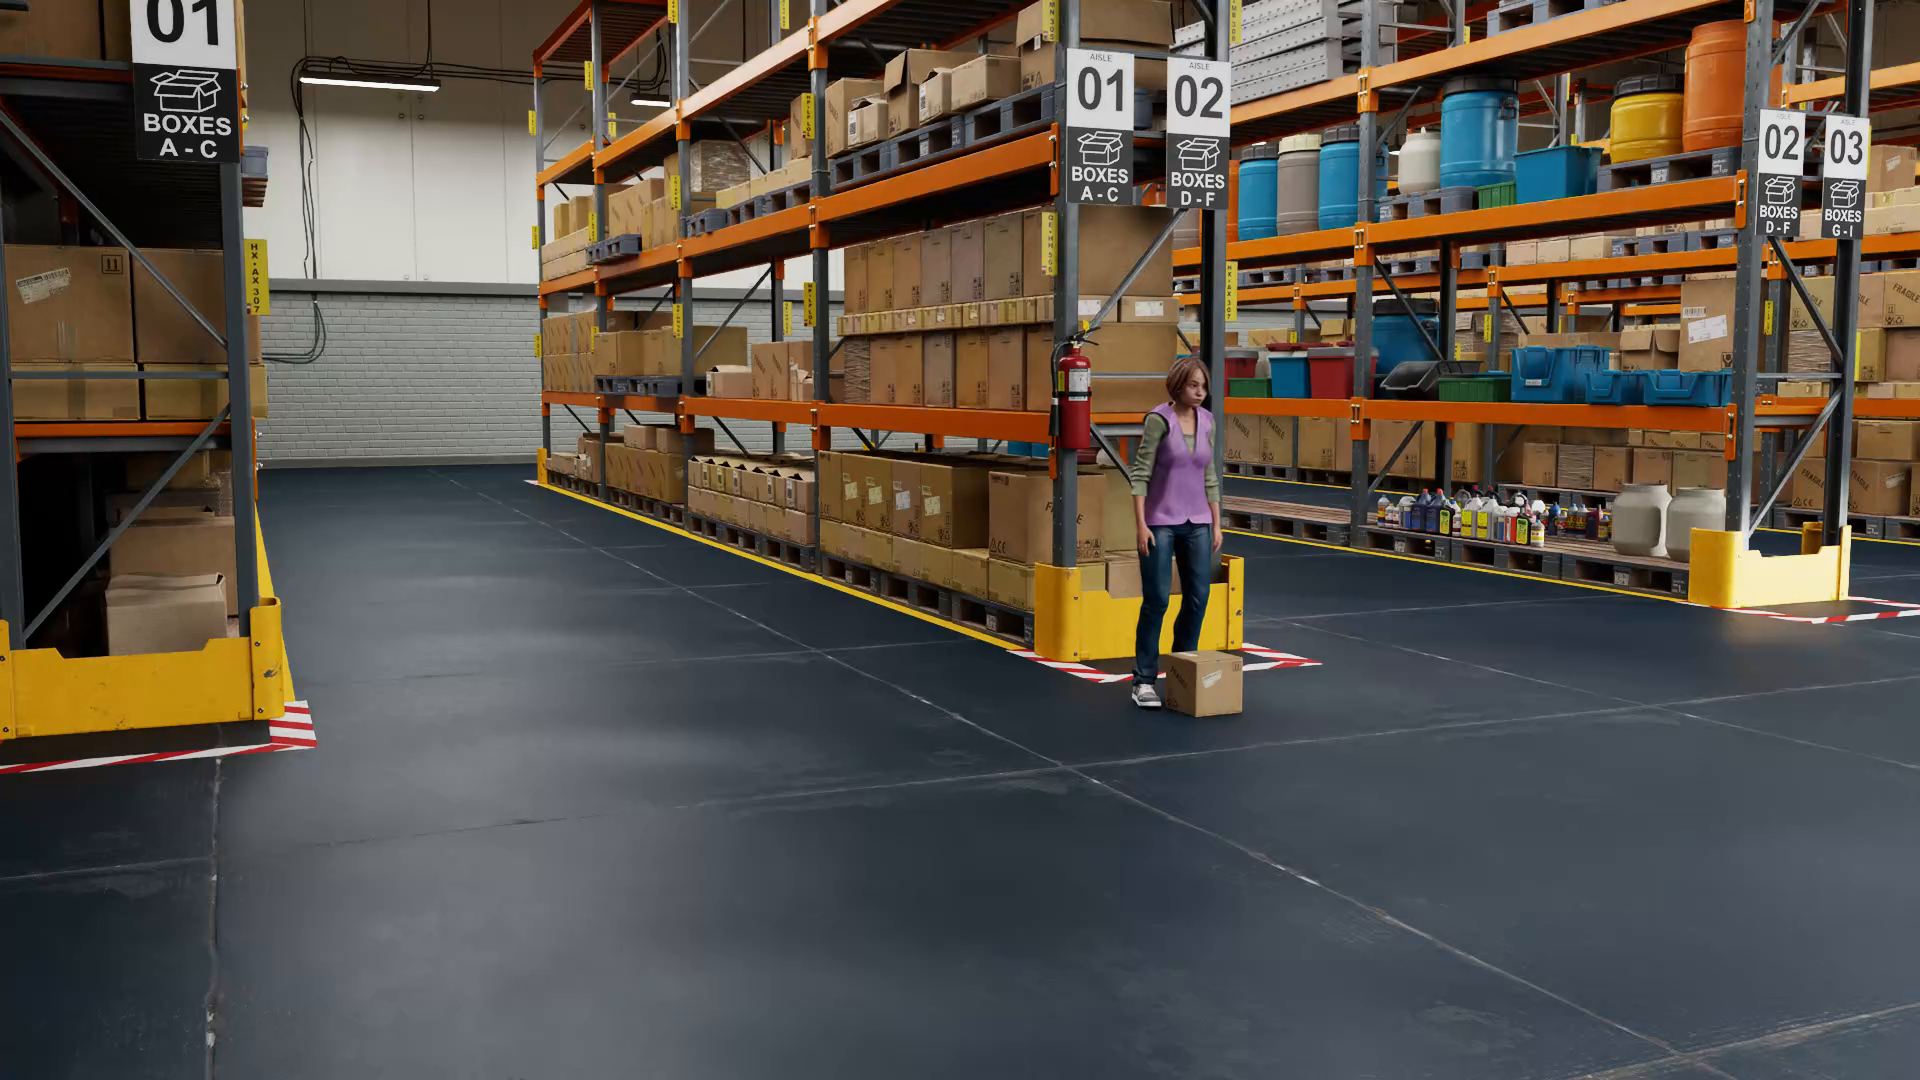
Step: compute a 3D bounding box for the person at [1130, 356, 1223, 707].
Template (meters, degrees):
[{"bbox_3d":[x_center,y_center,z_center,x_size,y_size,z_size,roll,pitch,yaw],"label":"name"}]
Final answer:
[{"bbox_3d":[0.999,-0.043,7.656,0.467,1.592,0.349,-3,6,-24],"label":"person"}]
